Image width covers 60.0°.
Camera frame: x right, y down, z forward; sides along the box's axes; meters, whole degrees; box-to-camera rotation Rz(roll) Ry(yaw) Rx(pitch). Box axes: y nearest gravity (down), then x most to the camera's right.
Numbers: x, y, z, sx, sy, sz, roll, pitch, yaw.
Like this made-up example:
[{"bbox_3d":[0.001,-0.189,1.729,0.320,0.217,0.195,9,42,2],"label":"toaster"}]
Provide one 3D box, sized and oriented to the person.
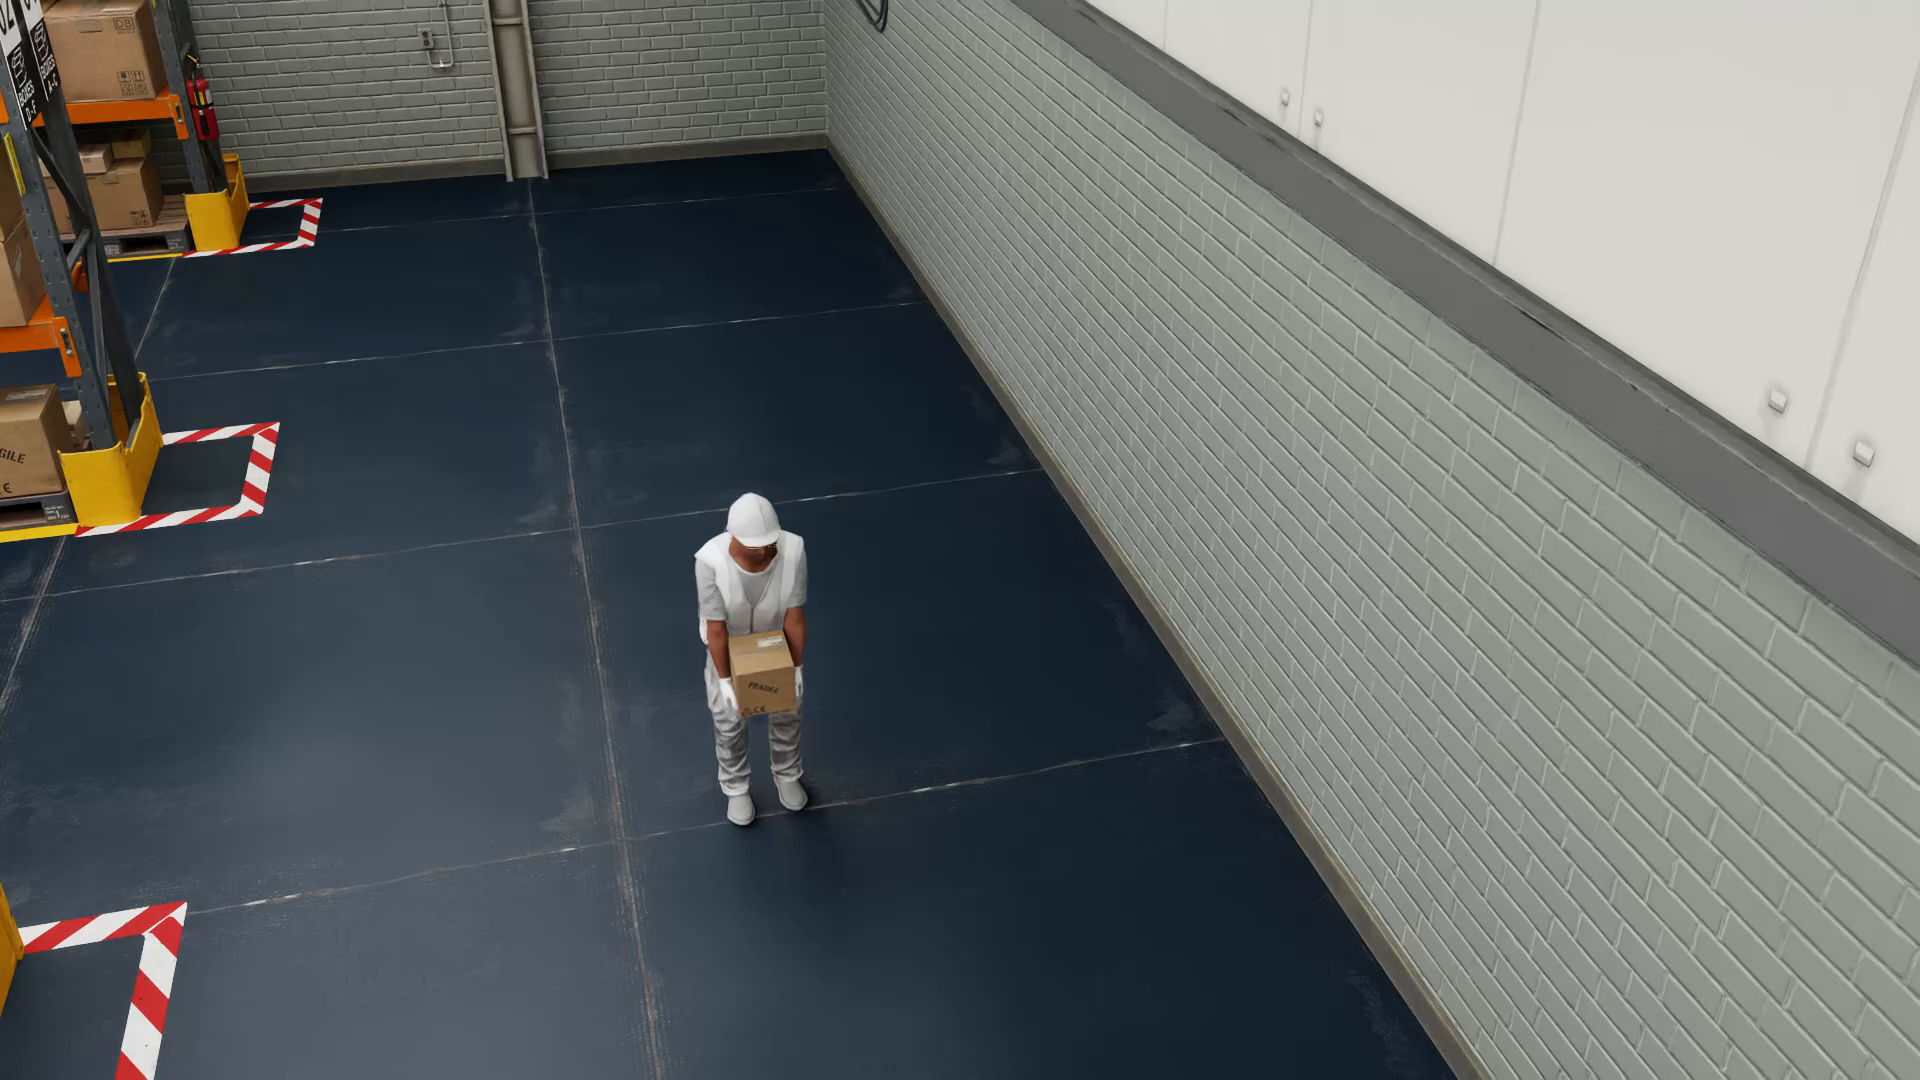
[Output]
[{"bbox_3d":[-0.900,0.507,7.400,0.485,1.725,0.621,-8,31,-14],"label":"person"}]
